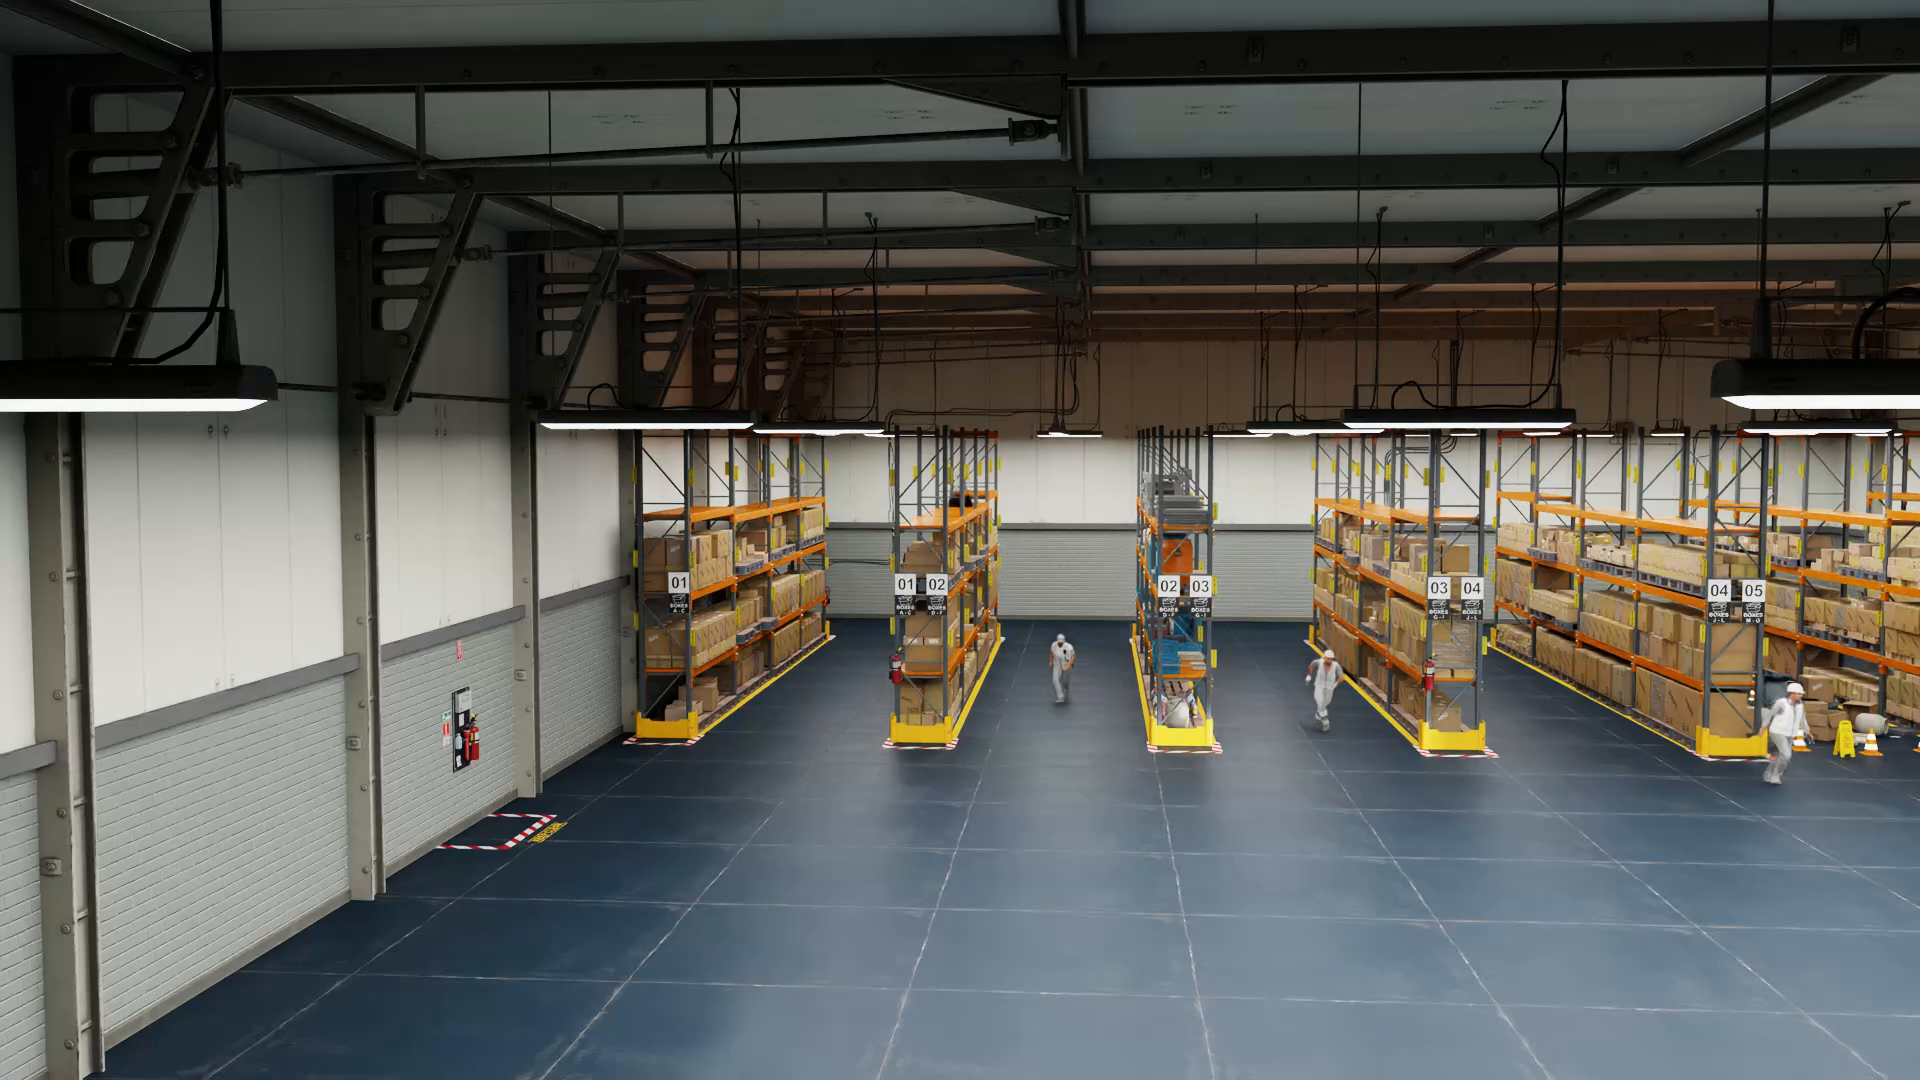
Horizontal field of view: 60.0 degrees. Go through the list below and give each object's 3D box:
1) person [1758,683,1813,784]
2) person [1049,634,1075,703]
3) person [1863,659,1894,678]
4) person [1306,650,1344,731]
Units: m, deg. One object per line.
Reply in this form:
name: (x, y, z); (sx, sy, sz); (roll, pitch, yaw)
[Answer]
person: (13.652, 3.198, 27.486); (0.633, 1.718, 0.734); (-1, 4, -22)
person: (2.267, 2.777, 36.467); (0.598, 1.512, 1.093); (1, 4, 16)
person: (21.964, 2.443, 39.816); (0.625, 1.774, 0.985); (0, 3, -7)
person: (7.195, 2.920, 32.851); (0.700, 1.602, 1.095); (0, 3, 6)
